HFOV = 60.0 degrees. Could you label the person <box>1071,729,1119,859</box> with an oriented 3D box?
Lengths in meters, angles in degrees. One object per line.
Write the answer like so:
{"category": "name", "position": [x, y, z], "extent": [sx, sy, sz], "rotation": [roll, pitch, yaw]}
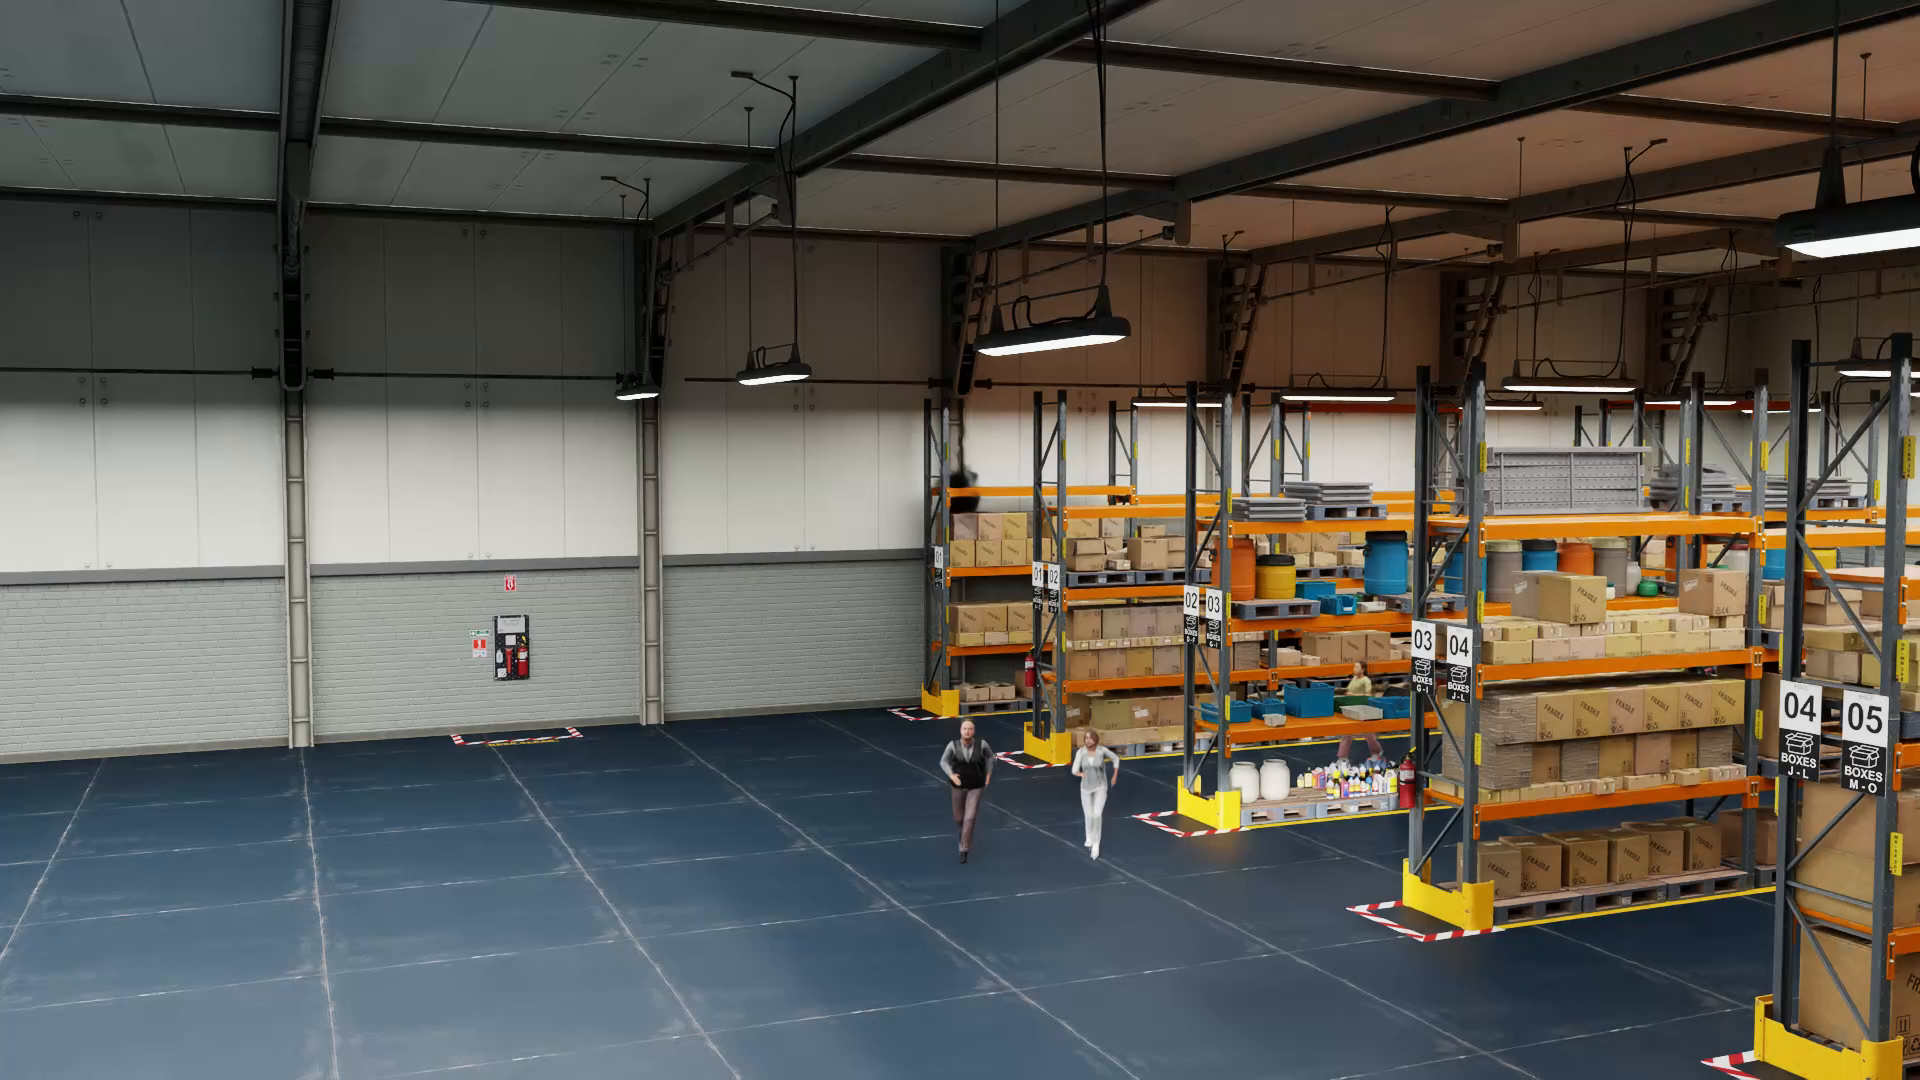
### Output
{"category": "person", "position": [1.679, 3.143, 20.731], "extent": [0.545, 1.601, 0.818], "rotation": [1, 4, 17]}

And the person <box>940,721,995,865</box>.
{"category": "person", "position": [0.093, 3.095, 20.756], "extent": [0.682, 1.715, 0.953], "rotation": [0, 3, 3]}

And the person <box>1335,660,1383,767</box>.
{"category": "person", "position": [6.356, 2.742, 26.464], "extent": [0.908, 1.681, 0.564], "rotation": [-2, 4, -30]}
